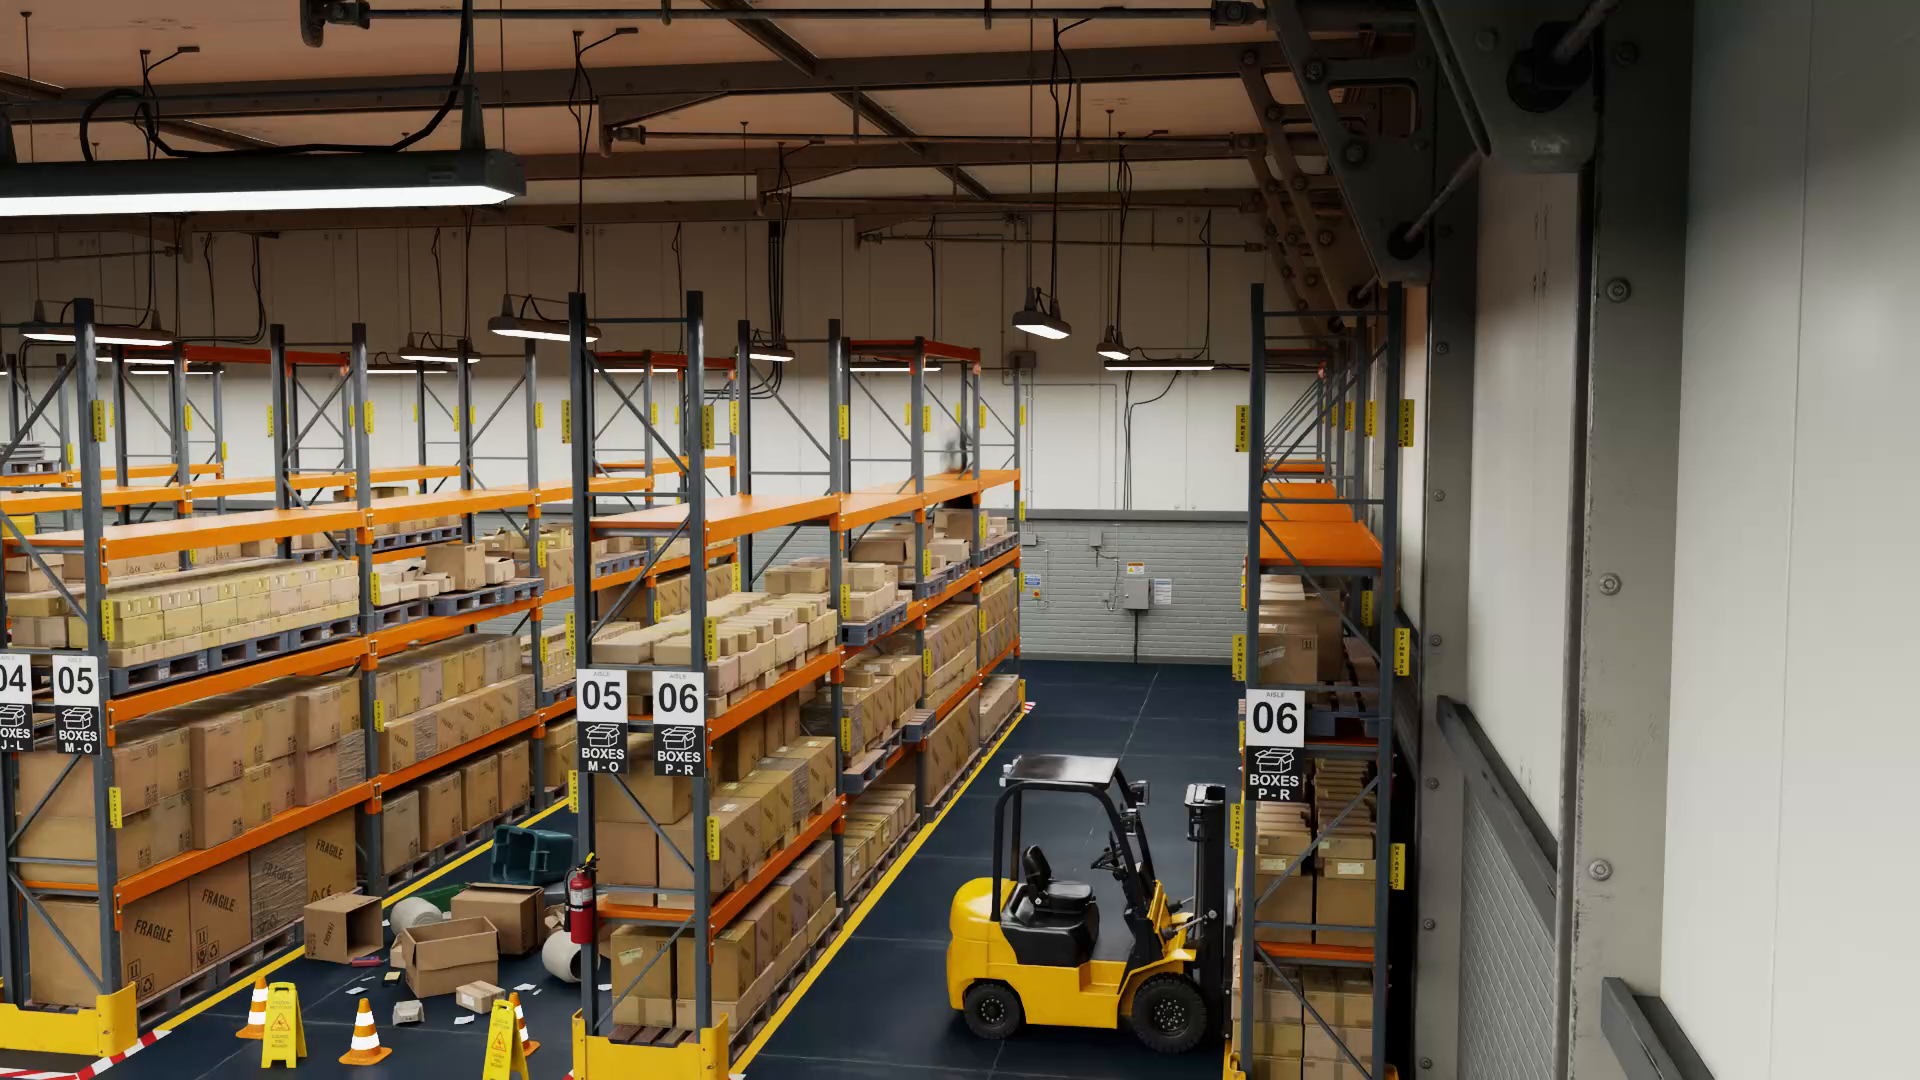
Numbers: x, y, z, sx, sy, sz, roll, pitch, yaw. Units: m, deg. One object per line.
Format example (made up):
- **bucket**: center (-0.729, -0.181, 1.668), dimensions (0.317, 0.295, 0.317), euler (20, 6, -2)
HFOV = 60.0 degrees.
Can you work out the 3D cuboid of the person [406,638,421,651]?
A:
- **person**: center (-8.256, 2.301, 25.145), dimensions (0.528, 1.754, 0.776), euler (0, 5, 5)
